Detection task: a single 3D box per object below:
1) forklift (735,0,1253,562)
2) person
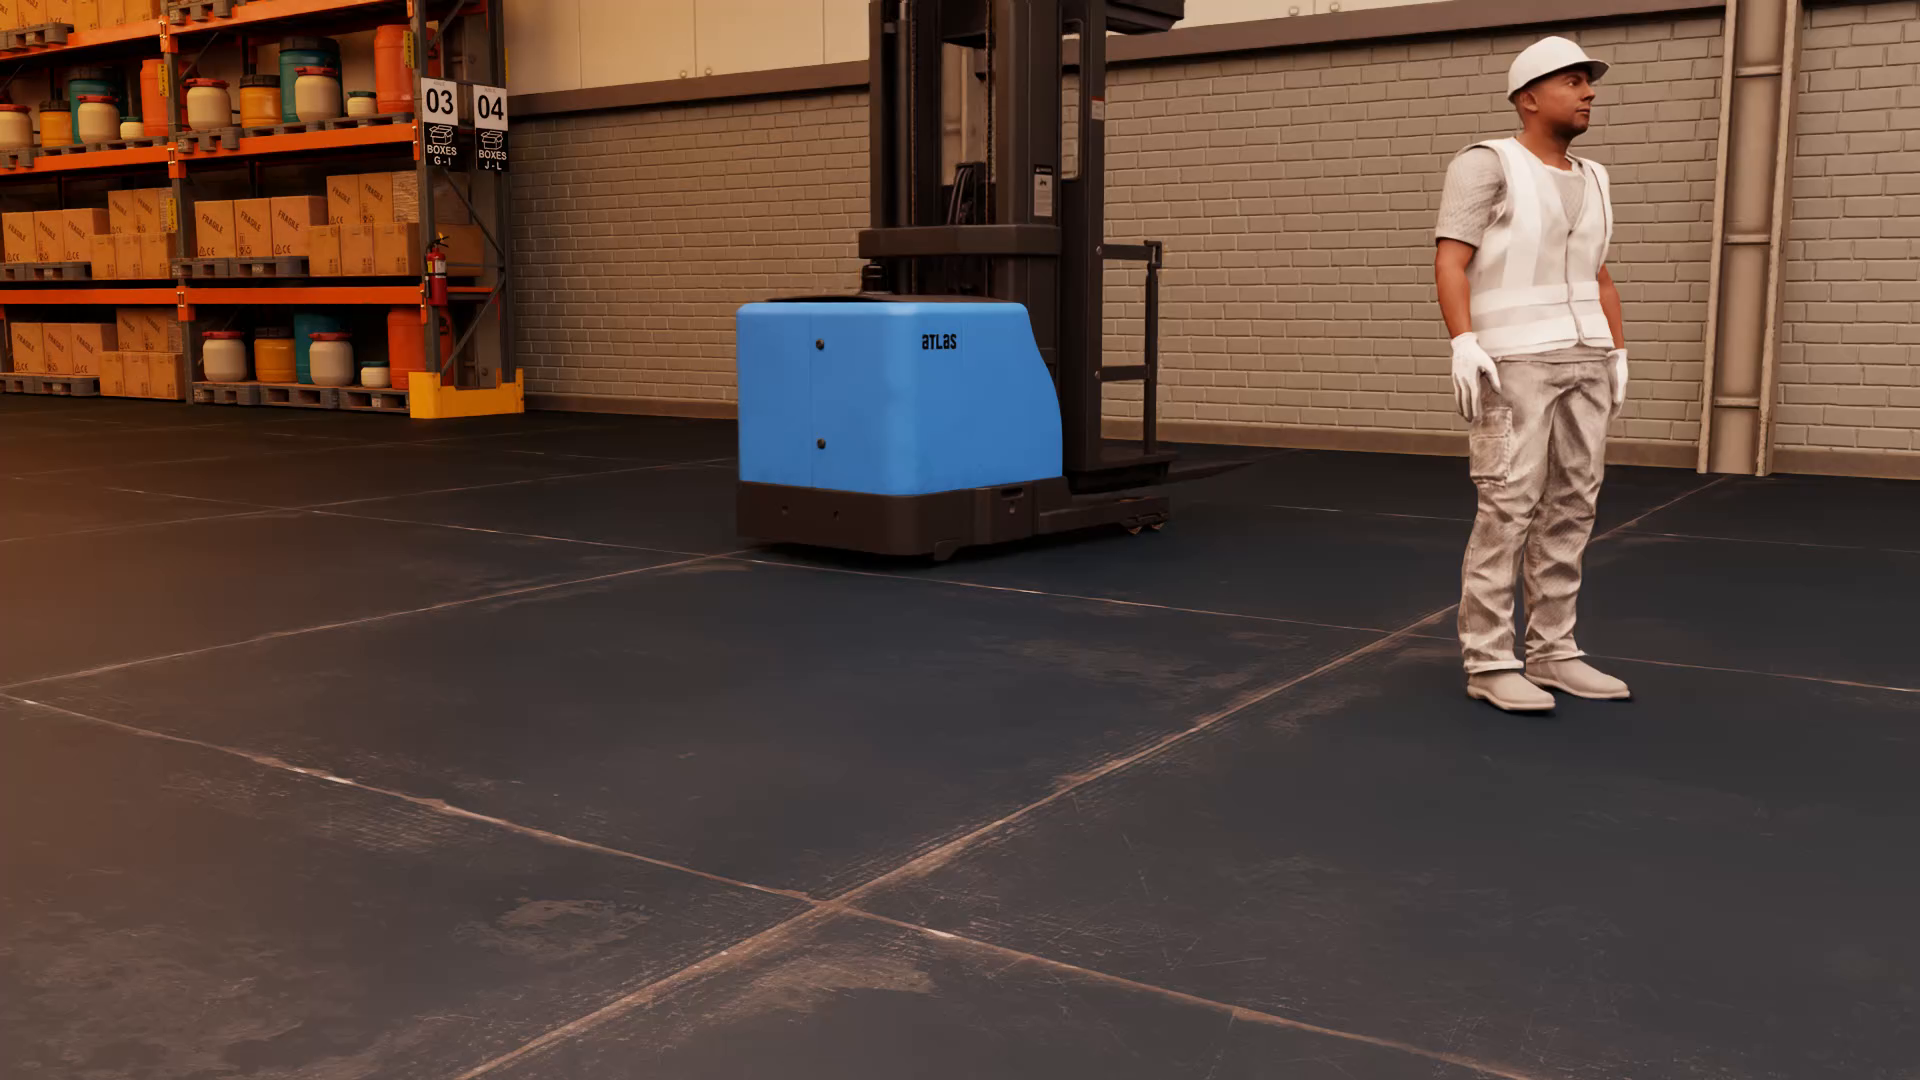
[{"bbox_3d":[0.354,-1.520,7.885,1.130,2.935,3.031,7,11,40],"label":"forklift"},{"bbox_3d":[1.614,-0.463,4.531,0.651,1.792,0.526,-4,9,-26],"label":"person"}]
